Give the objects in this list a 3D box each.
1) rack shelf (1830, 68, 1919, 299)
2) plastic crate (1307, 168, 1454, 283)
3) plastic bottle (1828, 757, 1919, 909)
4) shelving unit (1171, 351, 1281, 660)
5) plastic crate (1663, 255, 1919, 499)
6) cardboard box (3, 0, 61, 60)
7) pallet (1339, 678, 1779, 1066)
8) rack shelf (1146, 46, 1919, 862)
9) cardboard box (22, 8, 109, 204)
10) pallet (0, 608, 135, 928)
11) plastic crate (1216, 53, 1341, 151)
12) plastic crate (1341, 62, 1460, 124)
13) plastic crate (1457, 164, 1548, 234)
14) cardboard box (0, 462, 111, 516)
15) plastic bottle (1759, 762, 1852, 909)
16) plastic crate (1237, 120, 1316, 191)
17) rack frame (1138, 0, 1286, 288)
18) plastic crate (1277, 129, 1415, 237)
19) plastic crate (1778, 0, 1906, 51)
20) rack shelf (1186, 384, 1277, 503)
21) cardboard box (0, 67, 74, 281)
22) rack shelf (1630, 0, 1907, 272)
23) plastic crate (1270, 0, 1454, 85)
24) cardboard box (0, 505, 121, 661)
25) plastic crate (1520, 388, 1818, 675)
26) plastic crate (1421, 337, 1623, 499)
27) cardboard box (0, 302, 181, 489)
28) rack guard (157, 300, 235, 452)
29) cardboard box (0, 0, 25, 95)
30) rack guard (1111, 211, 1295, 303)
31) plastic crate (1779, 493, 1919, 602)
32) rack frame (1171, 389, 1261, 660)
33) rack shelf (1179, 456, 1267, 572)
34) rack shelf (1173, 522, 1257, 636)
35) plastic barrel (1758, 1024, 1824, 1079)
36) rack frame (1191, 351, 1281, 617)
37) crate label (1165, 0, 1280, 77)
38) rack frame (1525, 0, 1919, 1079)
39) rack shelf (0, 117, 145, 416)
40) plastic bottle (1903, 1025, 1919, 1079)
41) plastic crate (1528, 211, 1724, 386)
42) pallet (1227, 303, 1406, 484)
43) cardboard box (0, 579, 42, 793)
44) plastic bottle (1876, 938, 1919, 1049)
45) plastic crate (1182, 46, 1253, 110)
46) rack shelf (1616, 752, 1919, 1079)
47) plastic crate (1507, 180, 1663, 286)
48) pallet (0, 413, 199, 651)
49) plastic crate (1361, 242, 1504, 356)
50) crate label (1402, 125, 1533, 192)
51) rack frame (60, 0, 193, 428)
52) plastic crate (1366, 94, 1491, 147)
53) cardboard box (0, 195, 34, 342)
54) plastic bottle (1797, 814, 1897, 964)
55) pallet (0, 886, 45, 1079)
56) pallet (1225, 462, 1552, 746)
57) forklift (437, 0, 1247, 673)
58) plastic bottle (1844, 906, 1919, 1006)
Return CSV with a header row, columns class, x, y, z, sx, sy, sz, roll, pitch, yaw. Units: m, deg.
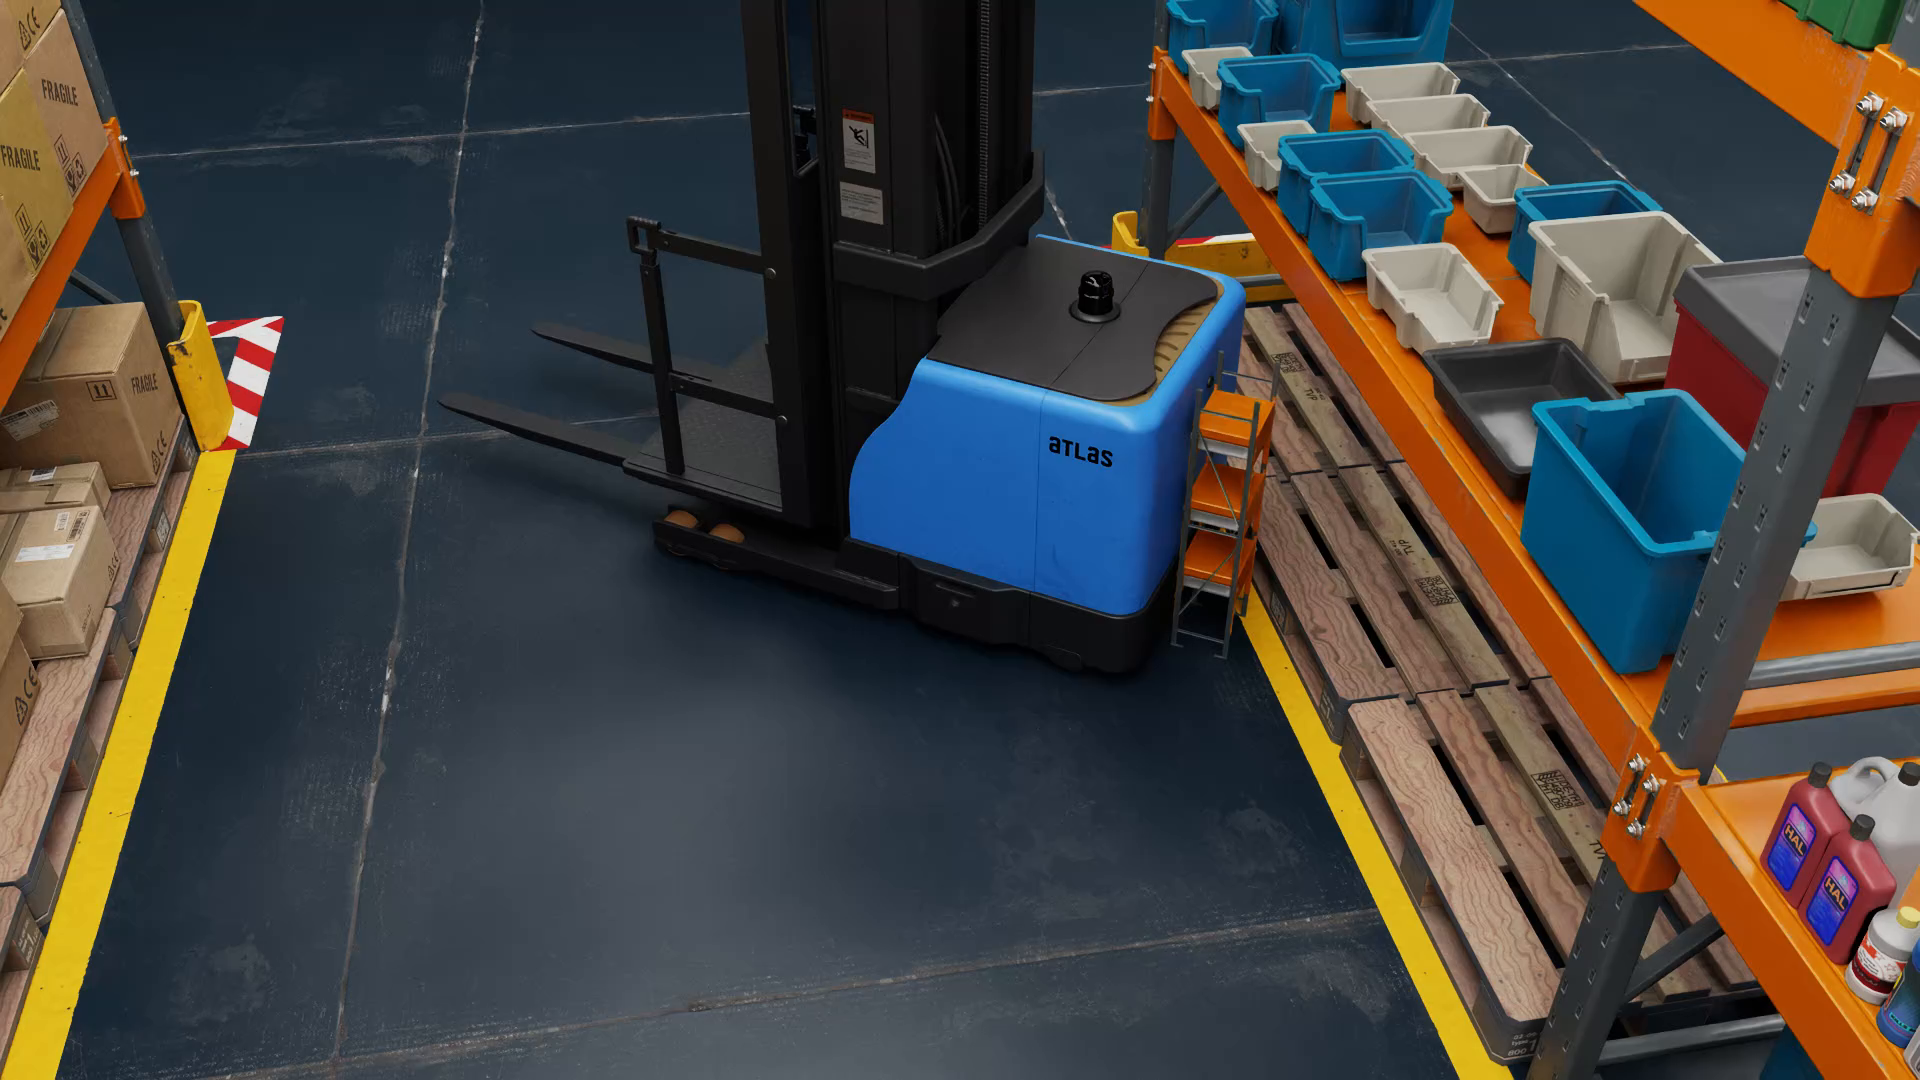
class,x,y,z,sx,sy,sz,roll,pitch,yaw
rack shelf,2.331,0.556,1.231,1.077,0.370,4.000,-6,38,-8
plastic crate,1.282,-0.964,5.133,0.416,0.233,0.300,-6,38,-8
plastic bottle,1.730,0.540,3.150,0.144,0.351,0.185,-6,38,-8
shelving unit,0.873,-0.096,5.518,0.215,1.050,0.252,15,40,18
plastic crate,2.071,-0.367,4.176,0.402,0.464,0.583,-6,38,-8
cardboard box,-3.249,-1.832,5.267,0.500,0.500,0.500,-7,38,-8
pallet,1.813,0.910,4.907,1.003,0.211,1.213,-6,38,-8
rack shelf,1.630,-0.675,5.261,1.077,0.370,4.000,-6,38,-8
cardboard box,-3.252,-1.435,5.571,0.500,0.500,0.500,-5,38,-7
pallet,-3.234,0.727,5.142,1.003,0.211,1.213,-6,38,-8
plastic crate,1.114,-1.543,5.878,0.416,0.233,0.300,-6,38,-8
plastic crate,1.600,-1.614,6.048,0.396,0.136,0.243,-6,38,-8
plastic crate,1.780,-1.095,5.380,0.298,0.136,0.250,-6,38,-8
cardboard box,-3.278,-0.136,5.930,0.380,0.166,0.250,-6,38,-8
plastic bottle,1.625,0.562,3.177,0.061,0.283,0.133,-6,38,-8
plastic crate,1.092,-1.290,5.632,0.250,0.136,0.298,-6,38,-8
rack frame,1.279,-2.167,6.595,1.000,3.000,0.127,-6,38,-8
plastic crate,1.229,-1.145,5.367,0.416,0.233,0.300,-6,38,-8
plastic crate,1.609,-1.076,2.917,0.450,0.188,0.662,-6,38,-8
rack shelf,0.873,-0.312,5.351,0.215,0.259,0.240,15,40,18
cardboard box,-3.157,-1.122,5.168,0.500,0.500,0.500,-6,38,-8
rack shelf,1.630,-1.860,4.340,1.077,0.370,4.000,-6,38,-8
plastic crate,1.522,-2.023,6.331,0.616,0.435,0.499,-6,38,-8
cardboard box,-3.123,0.154,5.489,0.500,0.250,0.500,-6,38,-8
plastic crate,1.563,-0.014,3.787,0.392,0.384,0.575,-6,38,-8
plastic crate,1.520,-0.314,4.384,0.437,0.125,0.590,-6,38,-8
cardboard box,-3.260,-0.522,6.155,0.500,0.500,0.500,-6,38,-8
rack guard,-3.585,-0.604,6.620,1.175,0.500,0.348,-6,38,-8
cardboard box,-3.160,-1.527,4.874,0.500,0.500,0.500,-5,38,-7
rack guard,1.262,-1.193,7.379,1.175,0.500,0.348,-6,38,-8
plastic crate,2.040,0.033,3.929,0.396,0.136,0.243,-6,38,-8
rack frame,0.825,-0.028,5.430,0.200,1.050,0.008,15,40,18
rack shelf,0.873,-0.088,5.525,0.215,0.259,0.240,15,40,18
rack shelf,0.873,0.131,5.695,0.215,0.259,0.240,15,40,18
plastic barrel,2.059,1.242,3.575,0.600,0.901,0.708,-6,38,-8
rack frame,0.921,-0.165,5.607,0.200,1.050,0.008,15,40,18
crate label,0.998,-1.940,6.390,0.416,0.233,0.303,-6,38,-8
rack frame,1.980,0.249,3.485,1.000,3.000,0.127,-6,38,-8
rack shelf,-3.247,-0.145,4.578,1.077,0.370,4.000,-6,38,-8
plastic bottle,1.751,0.839,2.826,0.152,0.276,0.135,-6,38,-8
plastic crate,1.894,-0.670,4.716,0.437,0.282,0.530,-6,38,-8
pallet,1.386,-0.564,6.804,1.003,0.211,1.213,-6,38,-8
cardboard box,-3.231,0.457,4.893,0.797,0.503,0.637,-6,38,-8
plastic bottle,1.703,0.774,2.914,0.097,0.271,0.097,0,38,0
plastic crate,0.973,-1.700,6.159,0.250,0.136,0.298,-6,38,-8
rack shelf,2.331,1.741,2.151,1.077,0.370,4.000,-6,38,-8
plastic crate,1.892,-0.912,5.067,0.416,0.233,0.300,-6,38,-8
pallet,-3.444,-0.008,6.089,1.003,0.211,1.213,-6,38,-8
plastic crate,1.379,-0.690,4.860,0.293,0.136,0.466,-6,38,-8
crate label,1.710,-1.272,5.608,0.396,0.136,0.243,-6,38,-8
rack frame,-3.598,-1.637,5.912,1.000,3.000,0.127,-6,38,-8
plastic crate,1.637,-1.437,5.821,0.396,0.136,0.243,-6,38,-8
cardboard box,-3.075,-0.820,4.779,0.500,0.500,0.500,-6,38,-8
plastic bottle,1.648,0.643,3.073,0.061,0.283,0.133,-6,38,-8
pallet,-3.016,1.465,4.192,1.003,0.211,1.213,-6,38,-8
pallet,1.596,0.171,5.857,1.003,0.211,1.213,-6,38,-8
forklift,-0.570,-1.323,5.564,3.031,2.935,1.130,16,41,20
plastic bottle,1.686,0.743,3.011,0.097,0.201,0.097,0,38,0
